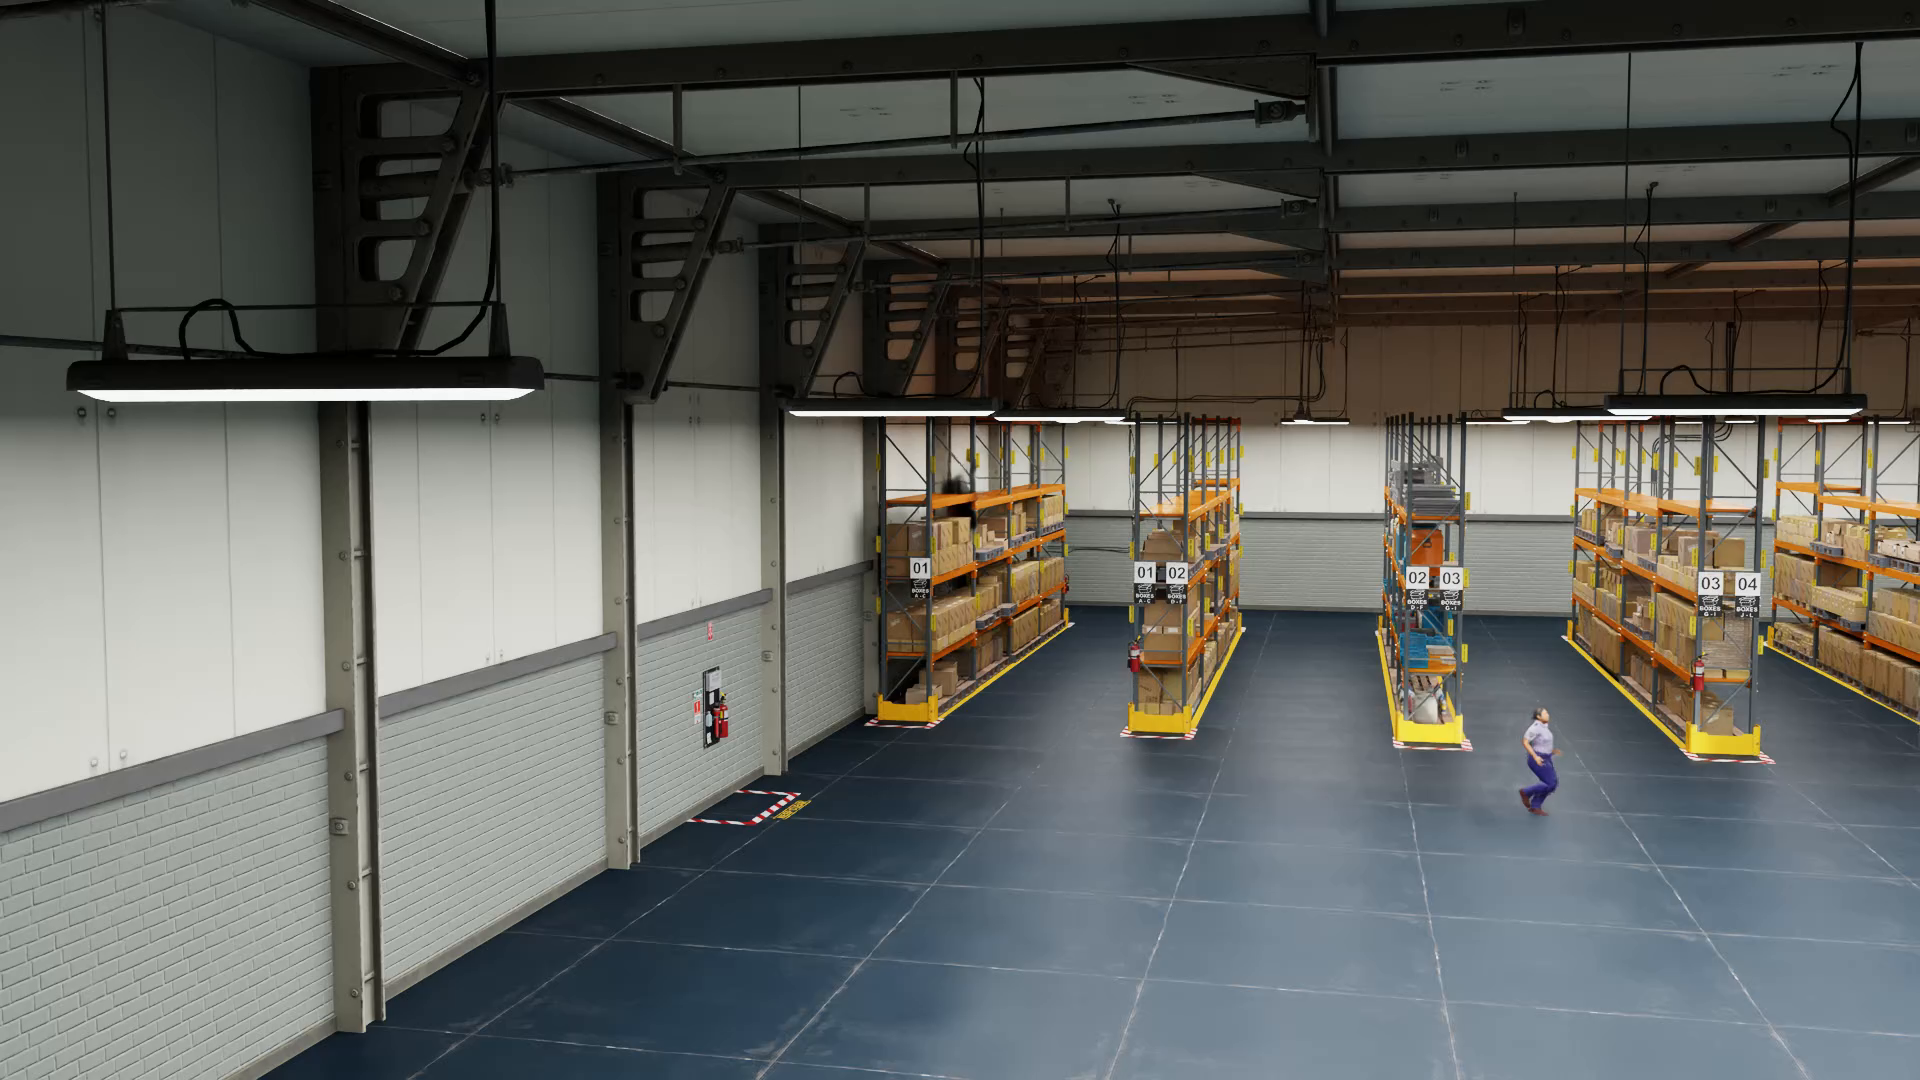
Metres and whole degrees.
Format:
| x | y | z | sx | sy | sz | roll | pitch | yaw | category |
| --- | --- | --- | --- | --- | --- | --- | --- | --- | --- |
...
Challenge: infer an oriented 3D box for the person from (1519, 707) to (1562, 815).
| x | y | z | sx | sy | sz | roll | pitch | yaw | category |
| --- | --- | --- | --- | --- | --- | --- | --- | --- | --- |
| 8.587 | 3.269 | 24.572 | 0.548 | 1.610 | 0.614 | 2 | 5 | 33 | person |
